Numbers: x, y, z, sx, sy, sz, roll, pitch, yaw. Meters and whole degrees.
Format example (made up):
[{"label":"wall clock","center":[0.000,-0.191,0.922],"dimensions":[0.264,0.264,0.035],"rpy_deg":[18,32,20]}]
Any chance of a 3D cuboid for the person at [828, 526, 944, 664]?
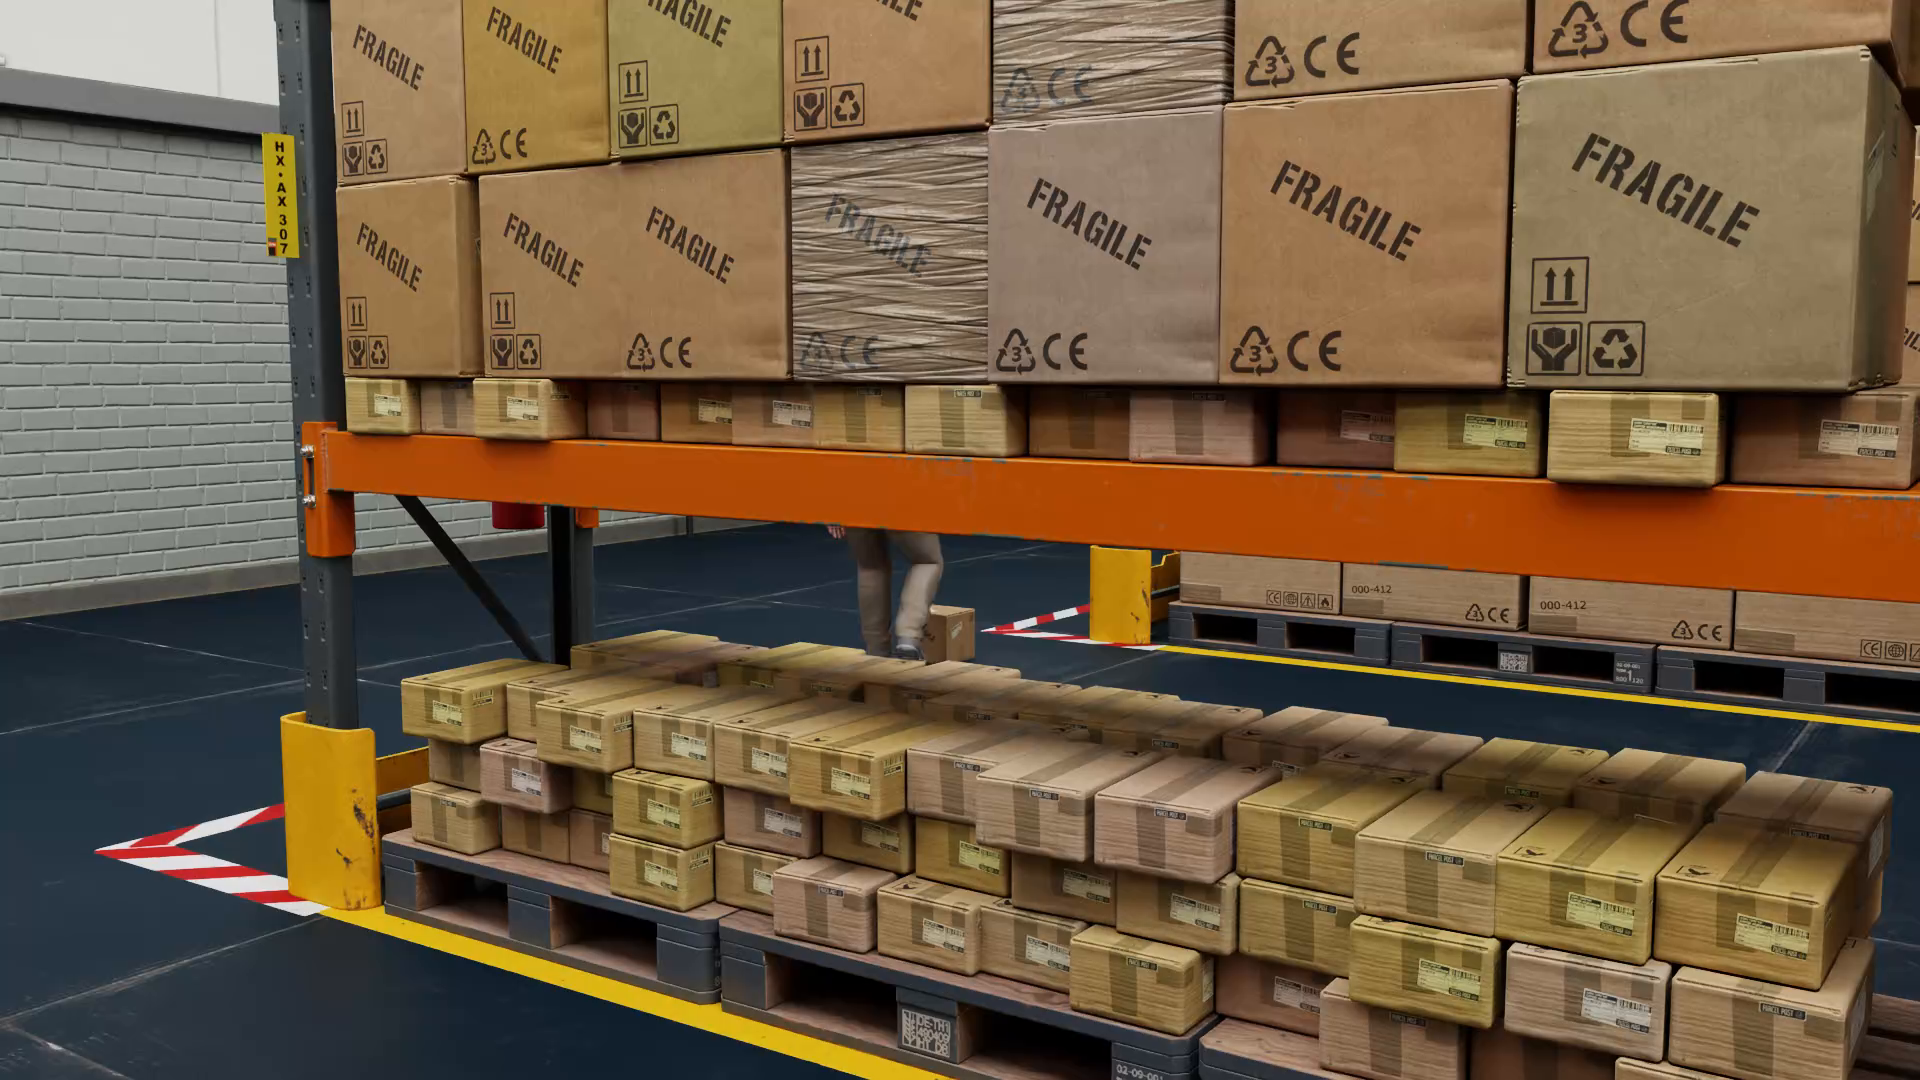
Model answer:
[{"label":"person","center":[-0.337,-0.180,7.921],"dimensions":[0.590,1.739,0.635],"rpy_deg":[2,7,20]}]
